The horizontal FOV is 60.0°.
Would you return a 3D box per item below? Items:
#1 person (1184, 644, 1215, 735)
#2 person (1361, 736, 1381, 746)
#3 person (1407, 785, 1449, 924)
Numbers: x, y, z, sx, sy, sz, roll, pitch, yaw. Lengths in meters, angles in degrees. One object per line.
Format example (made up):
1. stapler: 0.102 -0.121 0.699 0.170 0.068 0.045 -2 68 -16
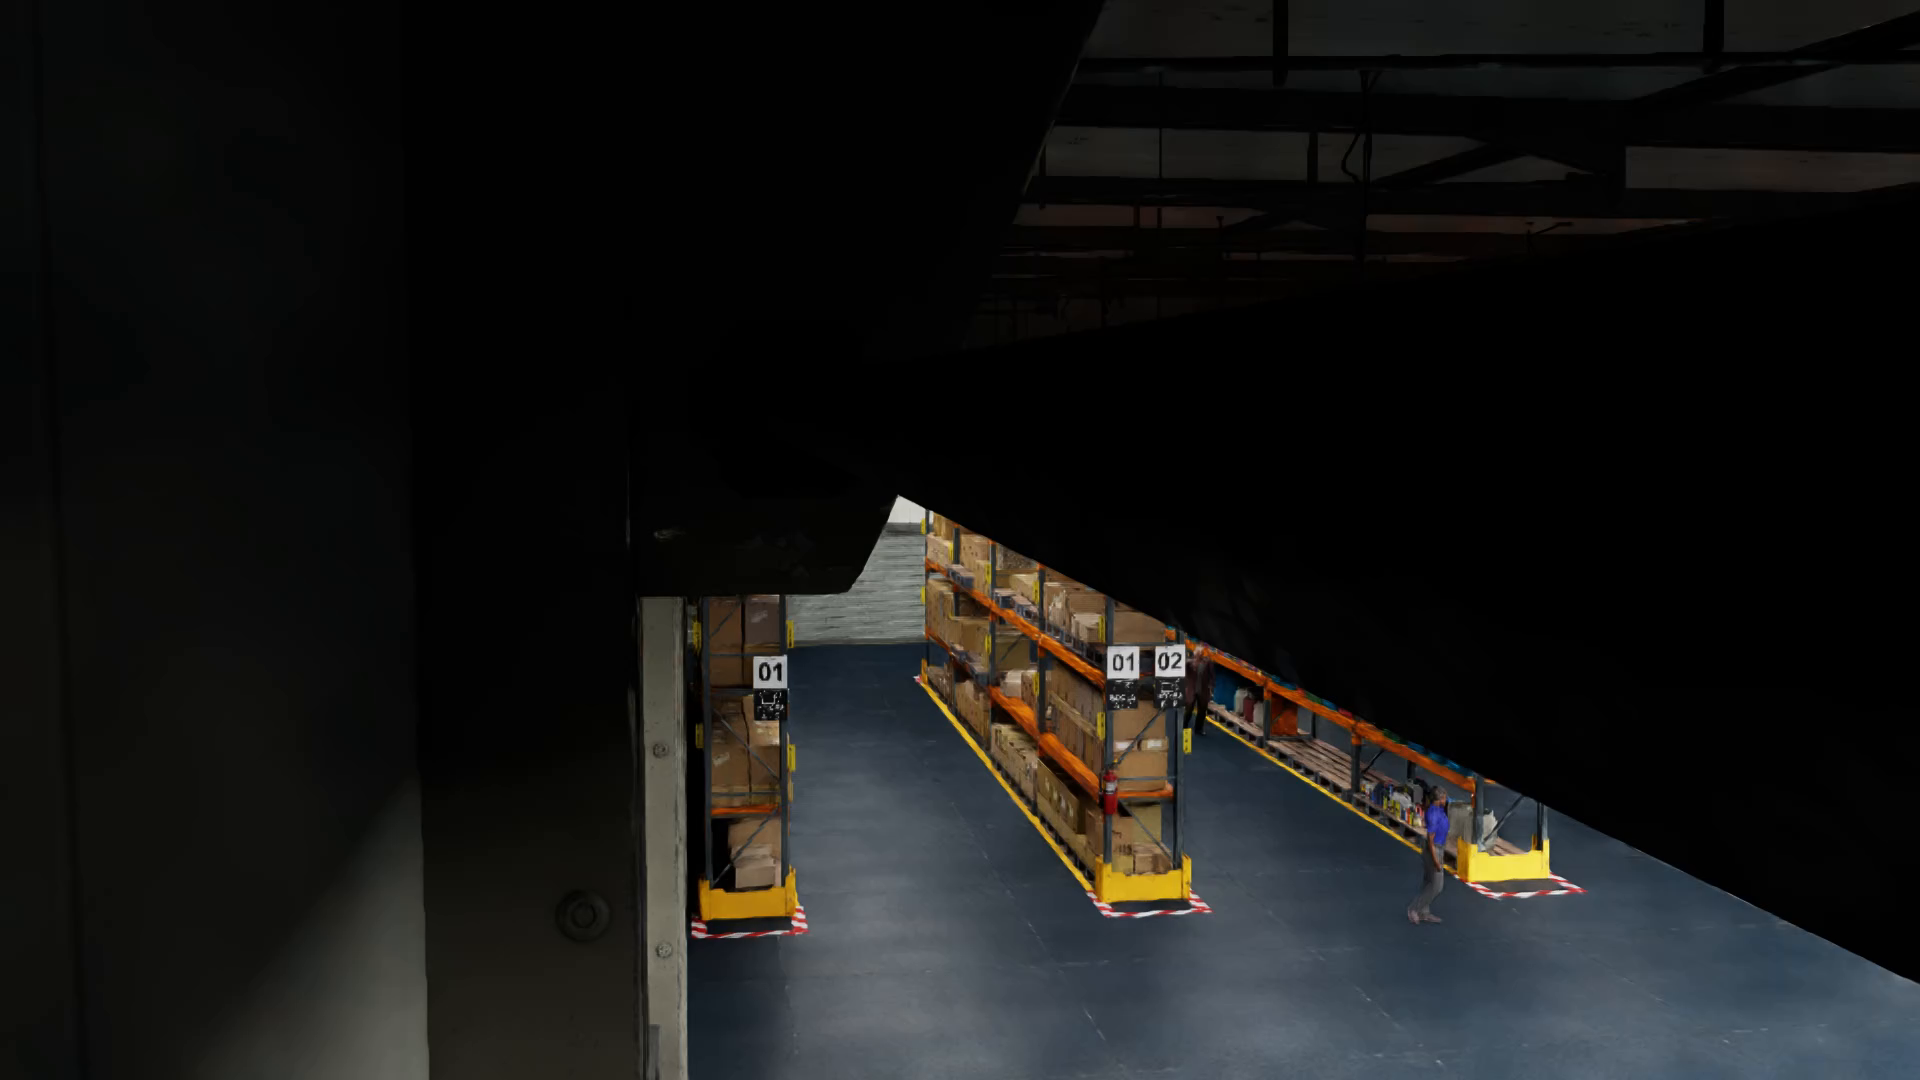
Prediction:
1. person: 4.356 2.765 30.772 0.729 1.733 0.546 -1 5 -10
2. person: 7.425 2.864 29.785 0.719 1.714 0.578 -1 5 -11
3. person: 5.586 3.752 19.835 0.439 1.651 0.625 2 6 25
